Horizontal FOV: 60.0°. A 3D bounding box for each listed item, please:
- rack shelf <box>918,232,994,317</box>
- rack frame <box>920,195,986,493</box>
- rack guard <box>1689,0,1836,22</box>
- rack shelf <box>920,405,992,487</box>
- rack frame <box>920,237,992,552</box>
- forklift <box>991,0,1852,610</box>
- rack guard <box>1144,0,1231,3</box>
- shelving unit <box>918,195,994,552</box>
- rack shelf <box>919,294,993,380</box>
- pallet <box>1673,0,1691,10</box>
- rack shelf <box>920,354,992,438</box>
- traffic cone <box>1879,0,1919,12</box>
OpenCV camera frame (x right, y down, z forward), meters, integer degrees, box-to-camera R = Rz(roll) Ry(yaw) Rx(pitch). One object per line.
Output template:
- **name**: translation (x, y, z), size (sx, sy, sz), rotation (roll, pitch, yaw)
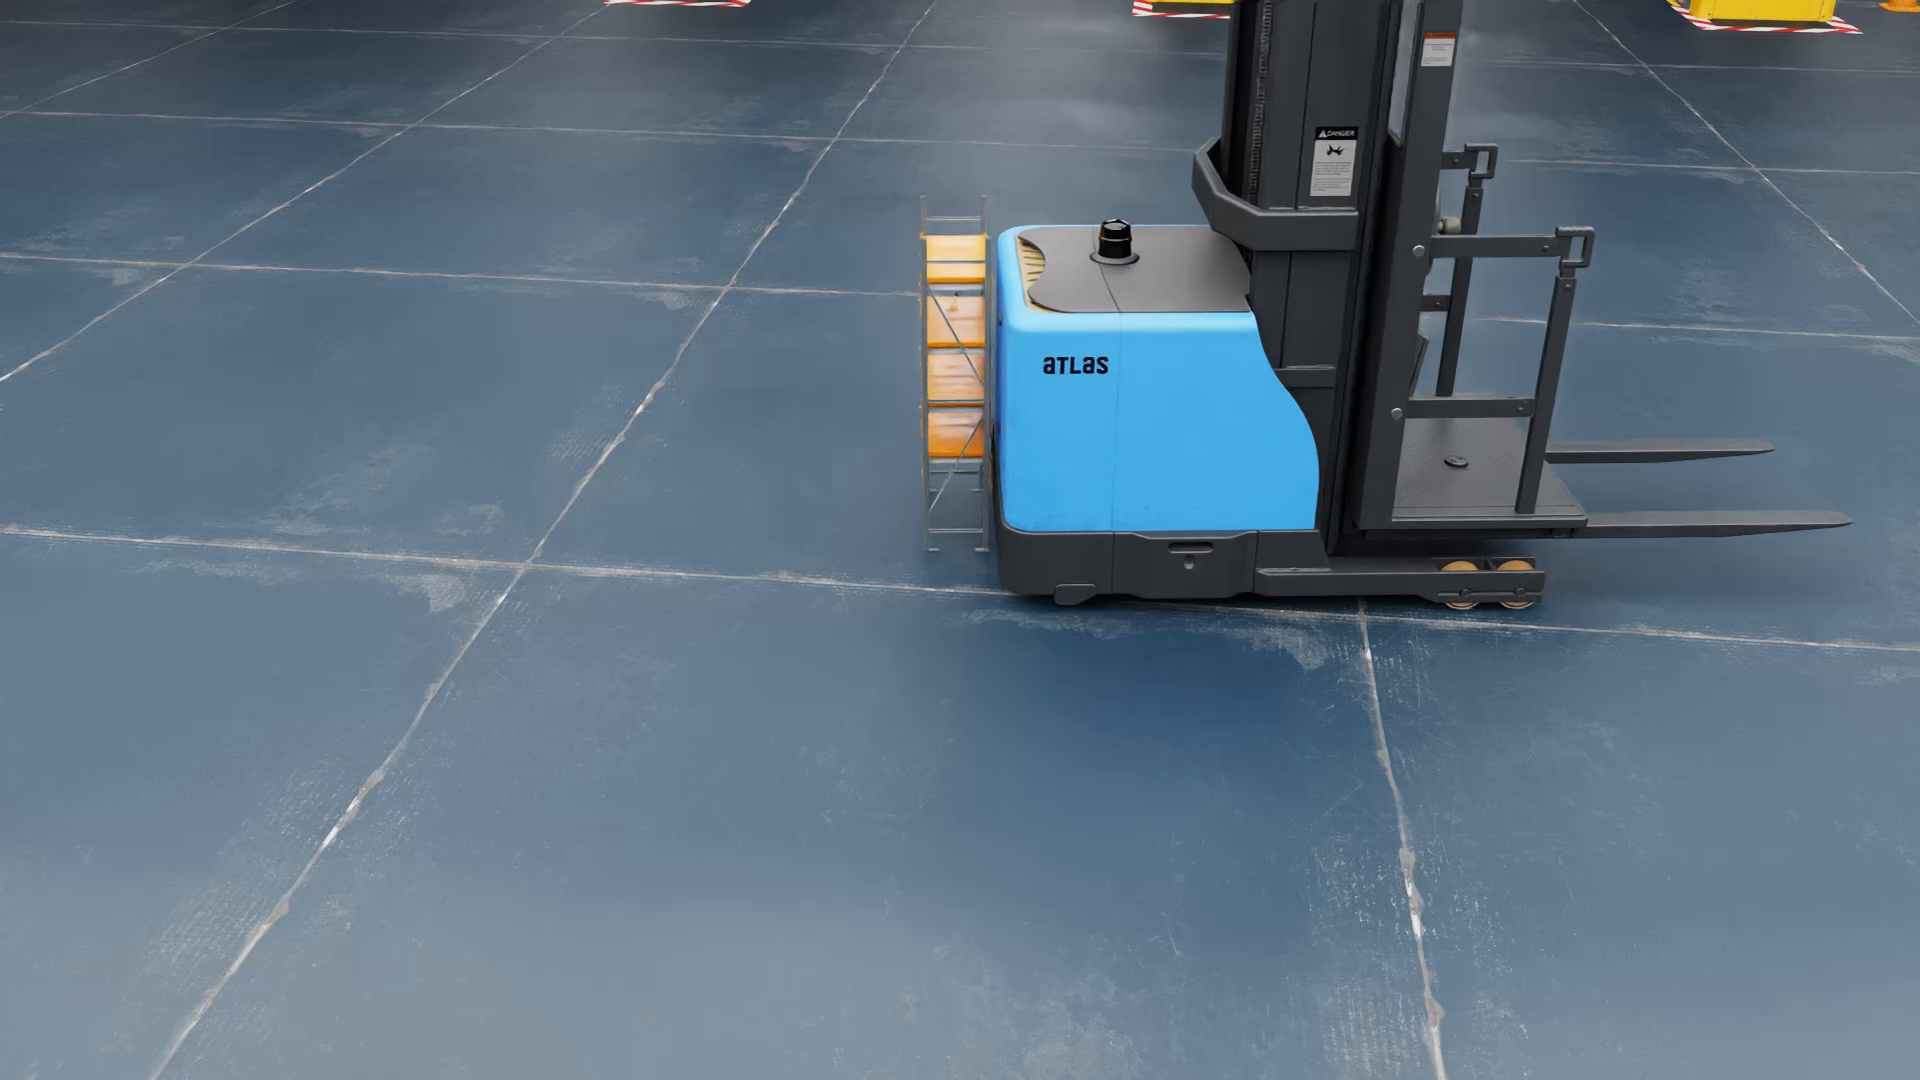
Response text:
- **rack shelf**: translation (-0.019, -0.951, 5.922), size (0.258, 0.148, 0.480), rotation (-1, 28, -1)
- **rack frame**: translation (-0.025, -0.721, 6.323), size (0.240, 1.200, 0.015), rotation (-1, 28, -1)
- **rack guard**: translation (7.228, -4.955, 14.920), size (1.175, 0.500, 0.348), rotation (3, 28, 6)
- **rack shelf**: translation (-0.019, -0.371, 6.234), size (0.258, 0.148, 0.480), rotation (-1, 28, -1)
- **rack frame**: translation (-0.014, -0.489, 5.893), size (0.240, 1.200, 0.015), rotation (-1, 28, -1)
- **forklift**: translation (1.647, -1.300, 5.572), size (3.031, 2.935, 1.130), rotation (-1, 28, -1)
- **rack guard**: translation (2.330, -5.338, 15.631), size (1.175, 0.500, 0.348), rotation (3, 28, 6)
- **shelving unit**: translation (-0.019, -0.605, 6.108), size (0.258, 1.200, 0.503), rotation (-1, 28, -1)
- **rack shelf**: translation (-0.019, -0.743, 6.034), size (0.258, 0.148, 0.480), rotation (-1, 28, -1)
- **pallet**: translation (7.251, -5.220, 15.717), size (1.003, 0.211, 1.213), rotation (3, 28, 6)
- **rack shelf**: translation (-0.019, -0.546, 6.140), size (0.258, 0.148, 0.480), rotation (-1, 28, -1)
- **traffic cone**: translation (8.705, -5.117, 15.261), size (0.336, 0.463, 0.334), rotation (3, 28, 6)
